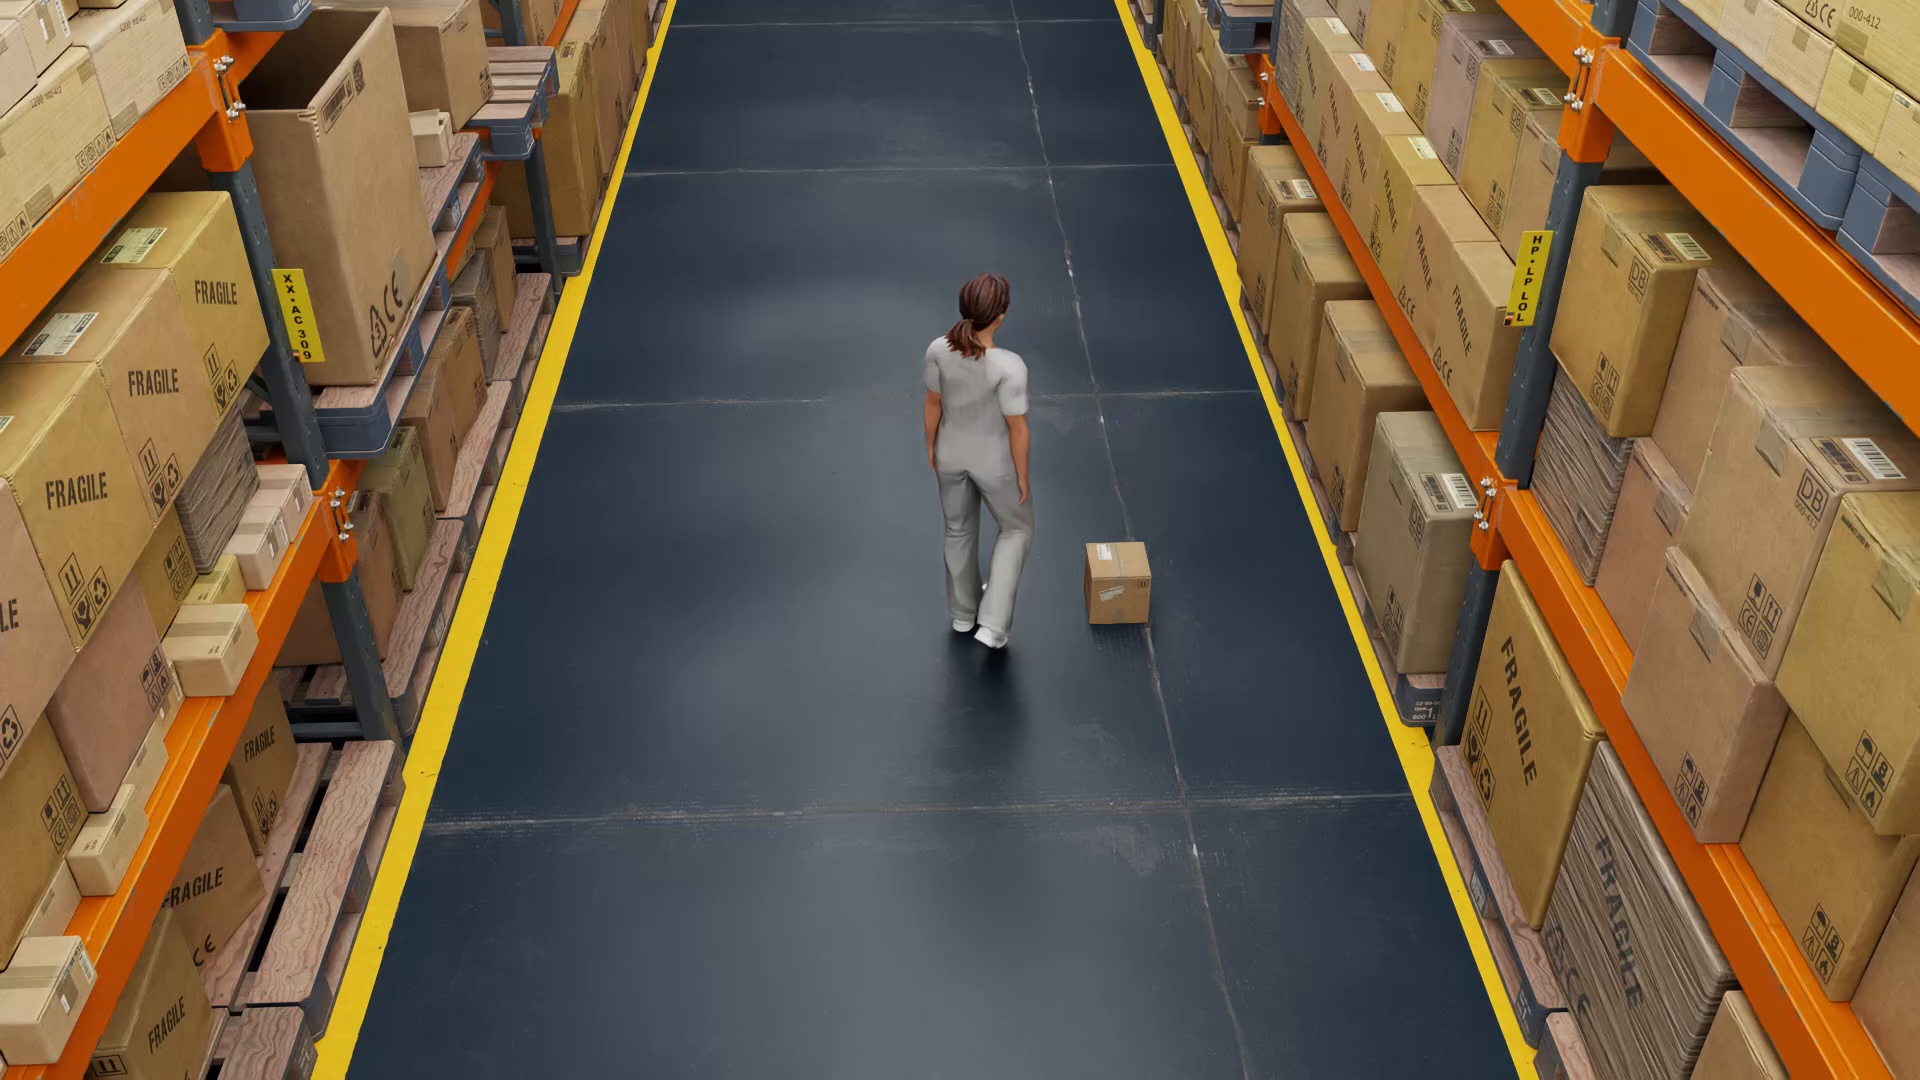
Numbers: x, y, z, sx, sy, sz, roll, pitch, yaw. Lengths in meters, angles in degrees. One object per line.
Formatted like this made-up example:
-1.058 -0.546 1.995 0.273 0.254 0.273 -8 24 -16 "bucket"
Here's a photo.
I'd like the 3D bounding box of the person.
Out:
0.070 -0.298 6.551 0.460 1.668 0.522 15 38 20 "person"
